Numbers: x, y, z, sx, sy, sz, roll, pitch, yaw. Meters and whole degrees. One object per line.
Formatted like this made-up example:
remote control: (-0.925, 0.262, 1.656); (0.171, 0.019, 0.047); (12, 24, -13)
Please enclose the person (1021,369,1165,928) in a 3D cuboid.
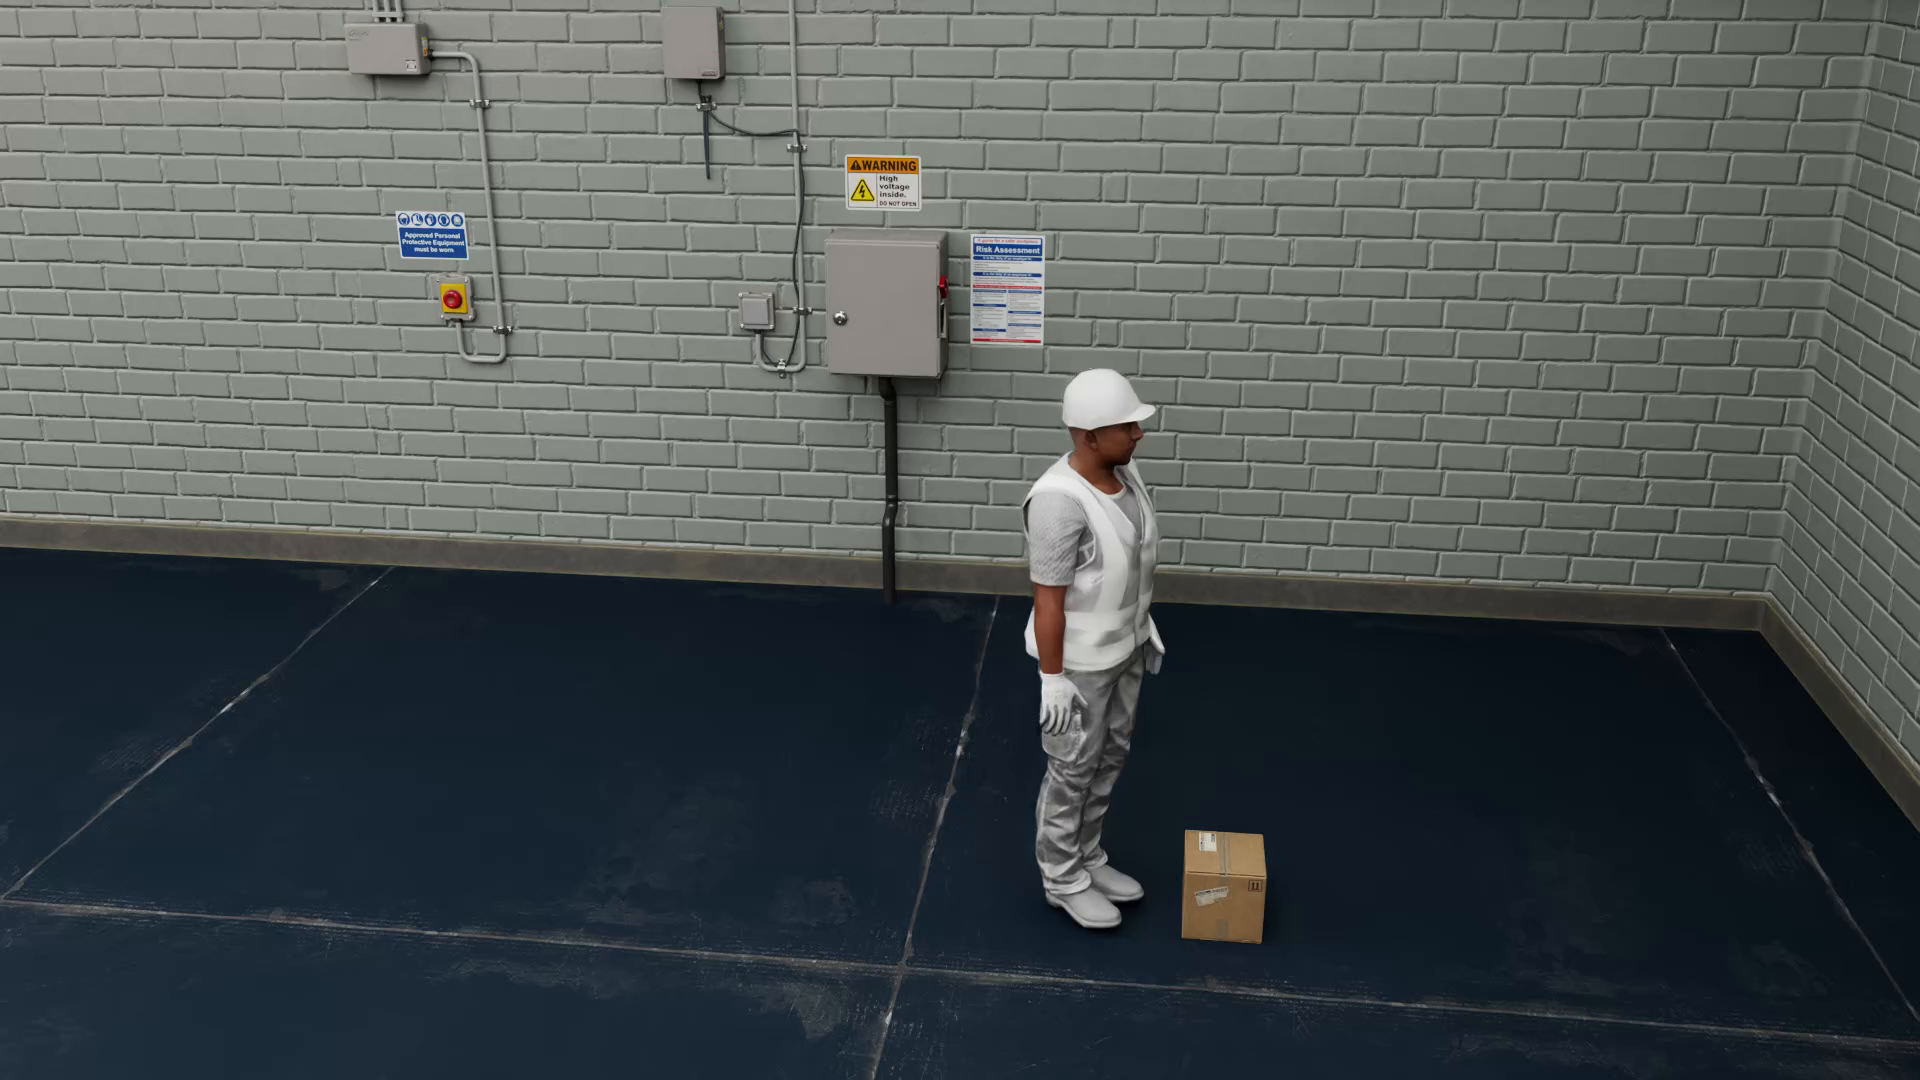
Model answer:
person: (0.398, 0.340, 5.099); (0.366, 1.789, 0.569); (12, 24, 29)
